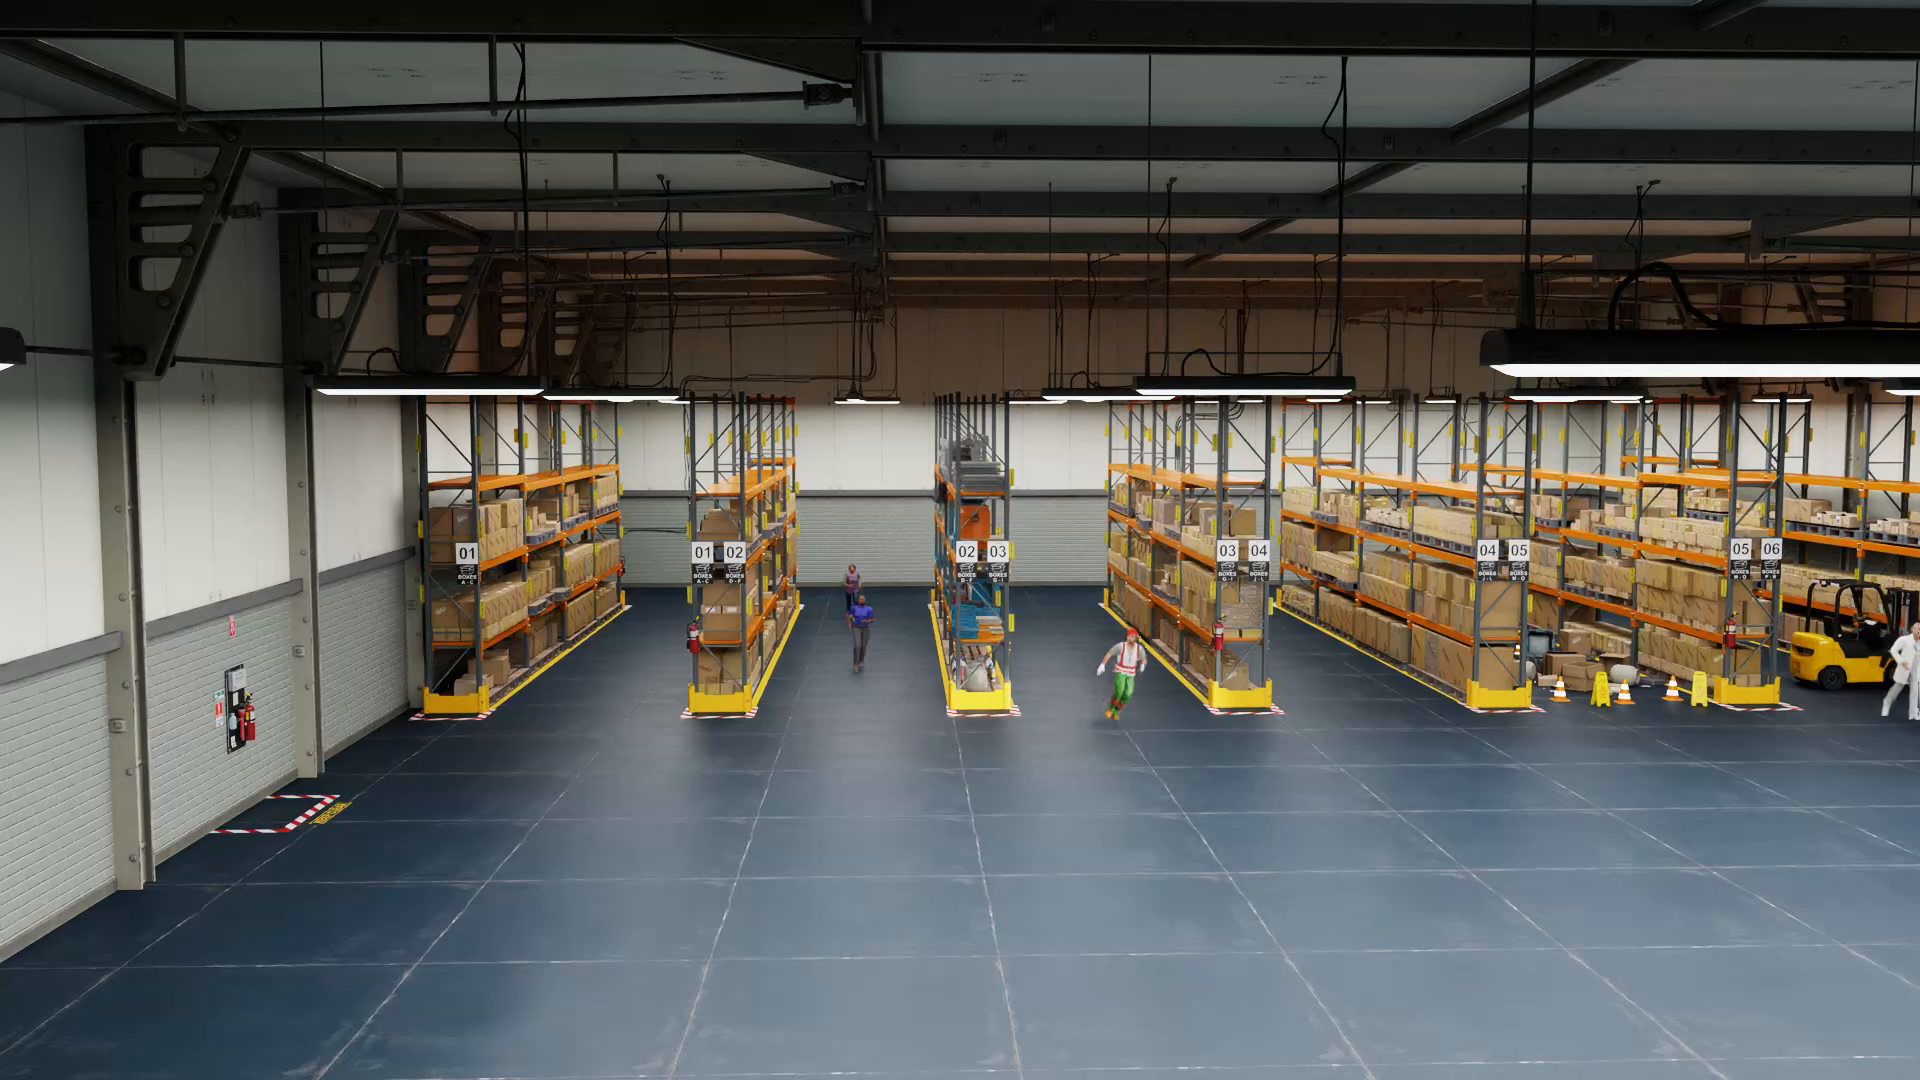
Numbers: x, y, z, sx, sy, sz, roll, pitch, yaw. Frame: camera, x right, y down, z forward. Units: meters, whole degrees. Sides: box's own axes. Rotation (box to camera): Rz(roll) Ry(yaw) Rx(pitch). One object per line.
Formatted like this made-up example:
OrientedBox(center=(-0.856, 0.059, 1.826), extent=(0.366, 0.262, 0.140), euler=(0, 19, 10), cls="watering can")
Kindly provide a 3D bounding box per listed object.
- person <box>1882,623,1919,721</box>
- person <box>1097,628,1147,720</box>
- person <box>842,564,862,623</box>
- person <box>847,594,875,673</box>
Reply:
OrientedBox(center=(17.308, 2.386, 30.220), extent=(0.748, 1.772, 1.070), euler=(0, 5, 4), cls="person")
OrientedBox(center=(3.029, 2.467, 30.385), extent=(0.848, 1.703, 0.689), euler=(-2, 5, -21), cls="person")
OrientedBox(center=(-2.887, 1.392, 44.286), extent=(0.540, 1.567, 0.895), euler=(-1, 5, -13), cls="person")
OrientedBox(center=(-2.141, 2.021, 36.124), extent=(0.598, 1.695, 0.668), euler=(-1, 5, -9), cls="person")
